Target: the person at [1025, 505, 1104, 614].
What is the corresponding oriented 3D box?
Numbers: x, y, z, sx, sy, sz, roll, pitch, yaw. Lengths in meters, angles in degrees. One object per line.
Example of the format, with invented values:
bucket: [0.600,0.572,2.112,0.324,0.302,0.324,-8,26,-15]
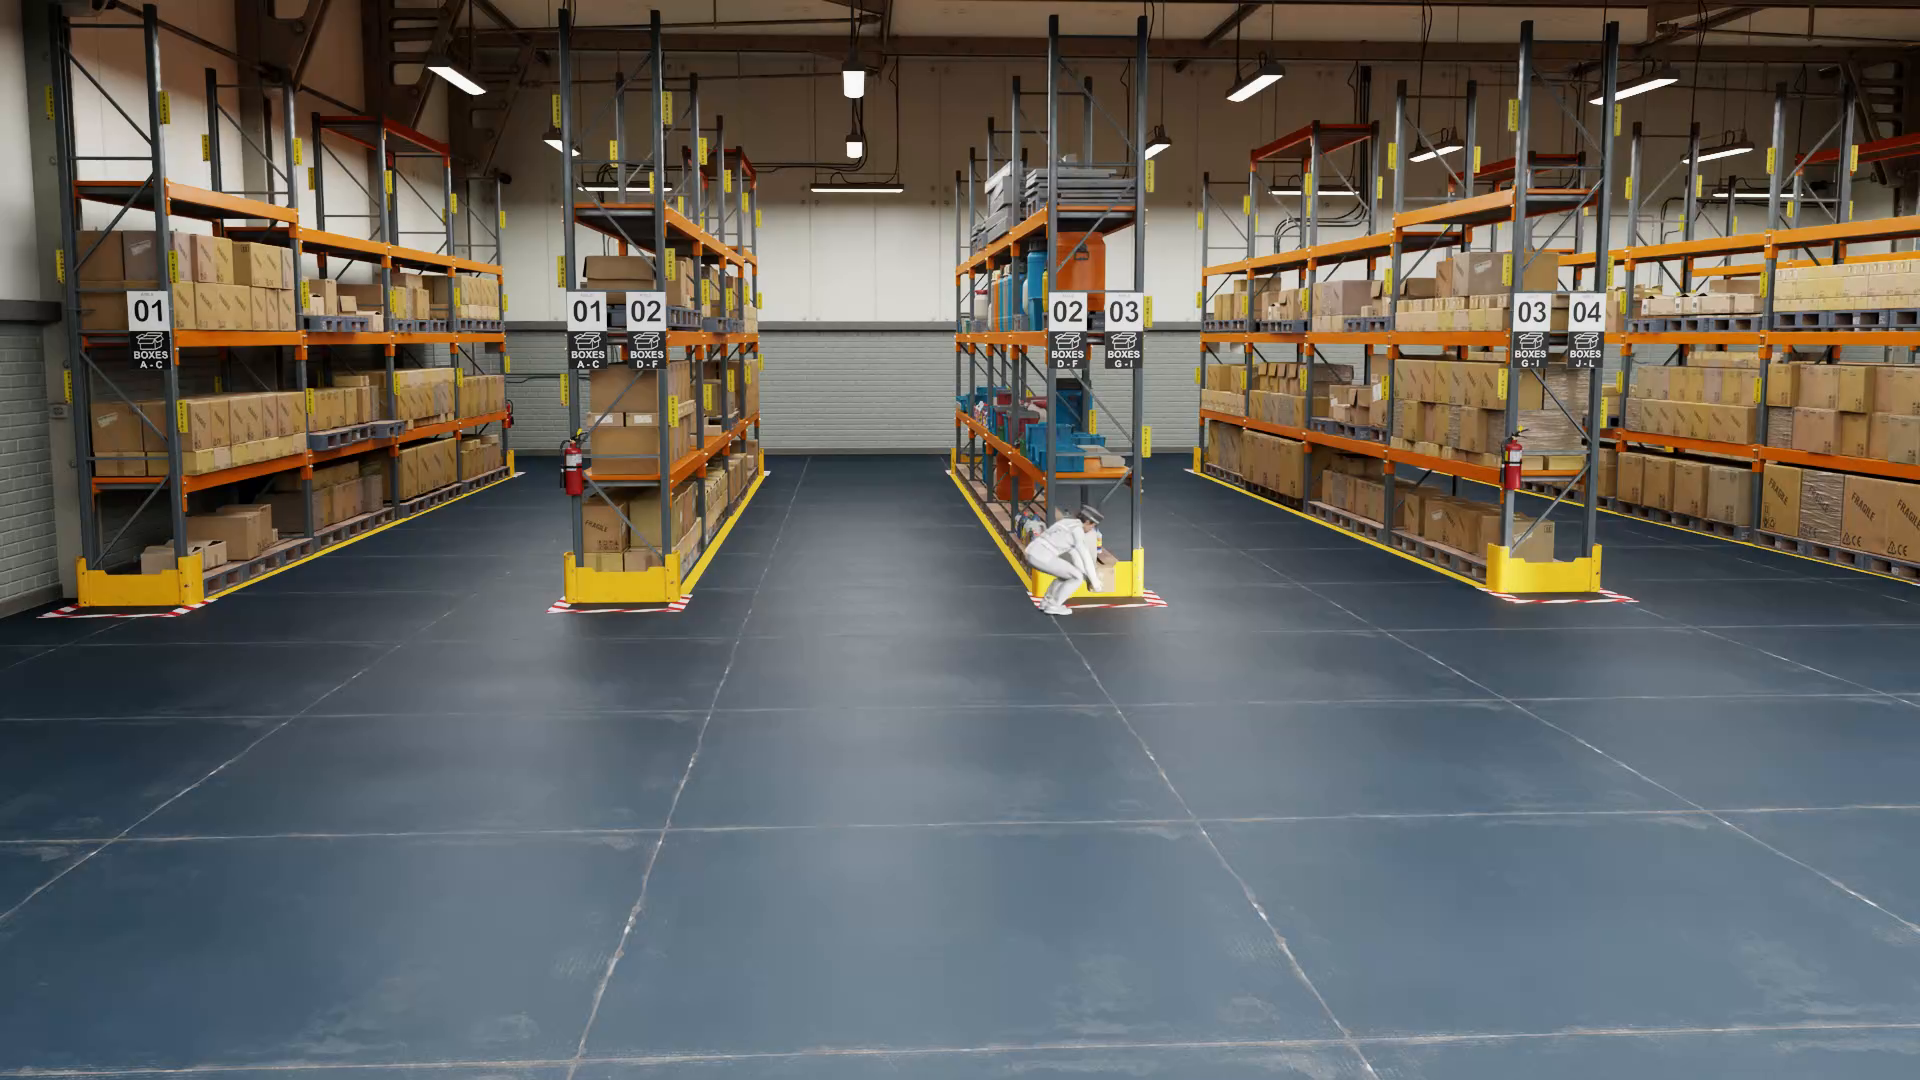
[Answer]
person: [1.049,0.189,16.661,0.815,1.073,0.497,-1,7,-11]
